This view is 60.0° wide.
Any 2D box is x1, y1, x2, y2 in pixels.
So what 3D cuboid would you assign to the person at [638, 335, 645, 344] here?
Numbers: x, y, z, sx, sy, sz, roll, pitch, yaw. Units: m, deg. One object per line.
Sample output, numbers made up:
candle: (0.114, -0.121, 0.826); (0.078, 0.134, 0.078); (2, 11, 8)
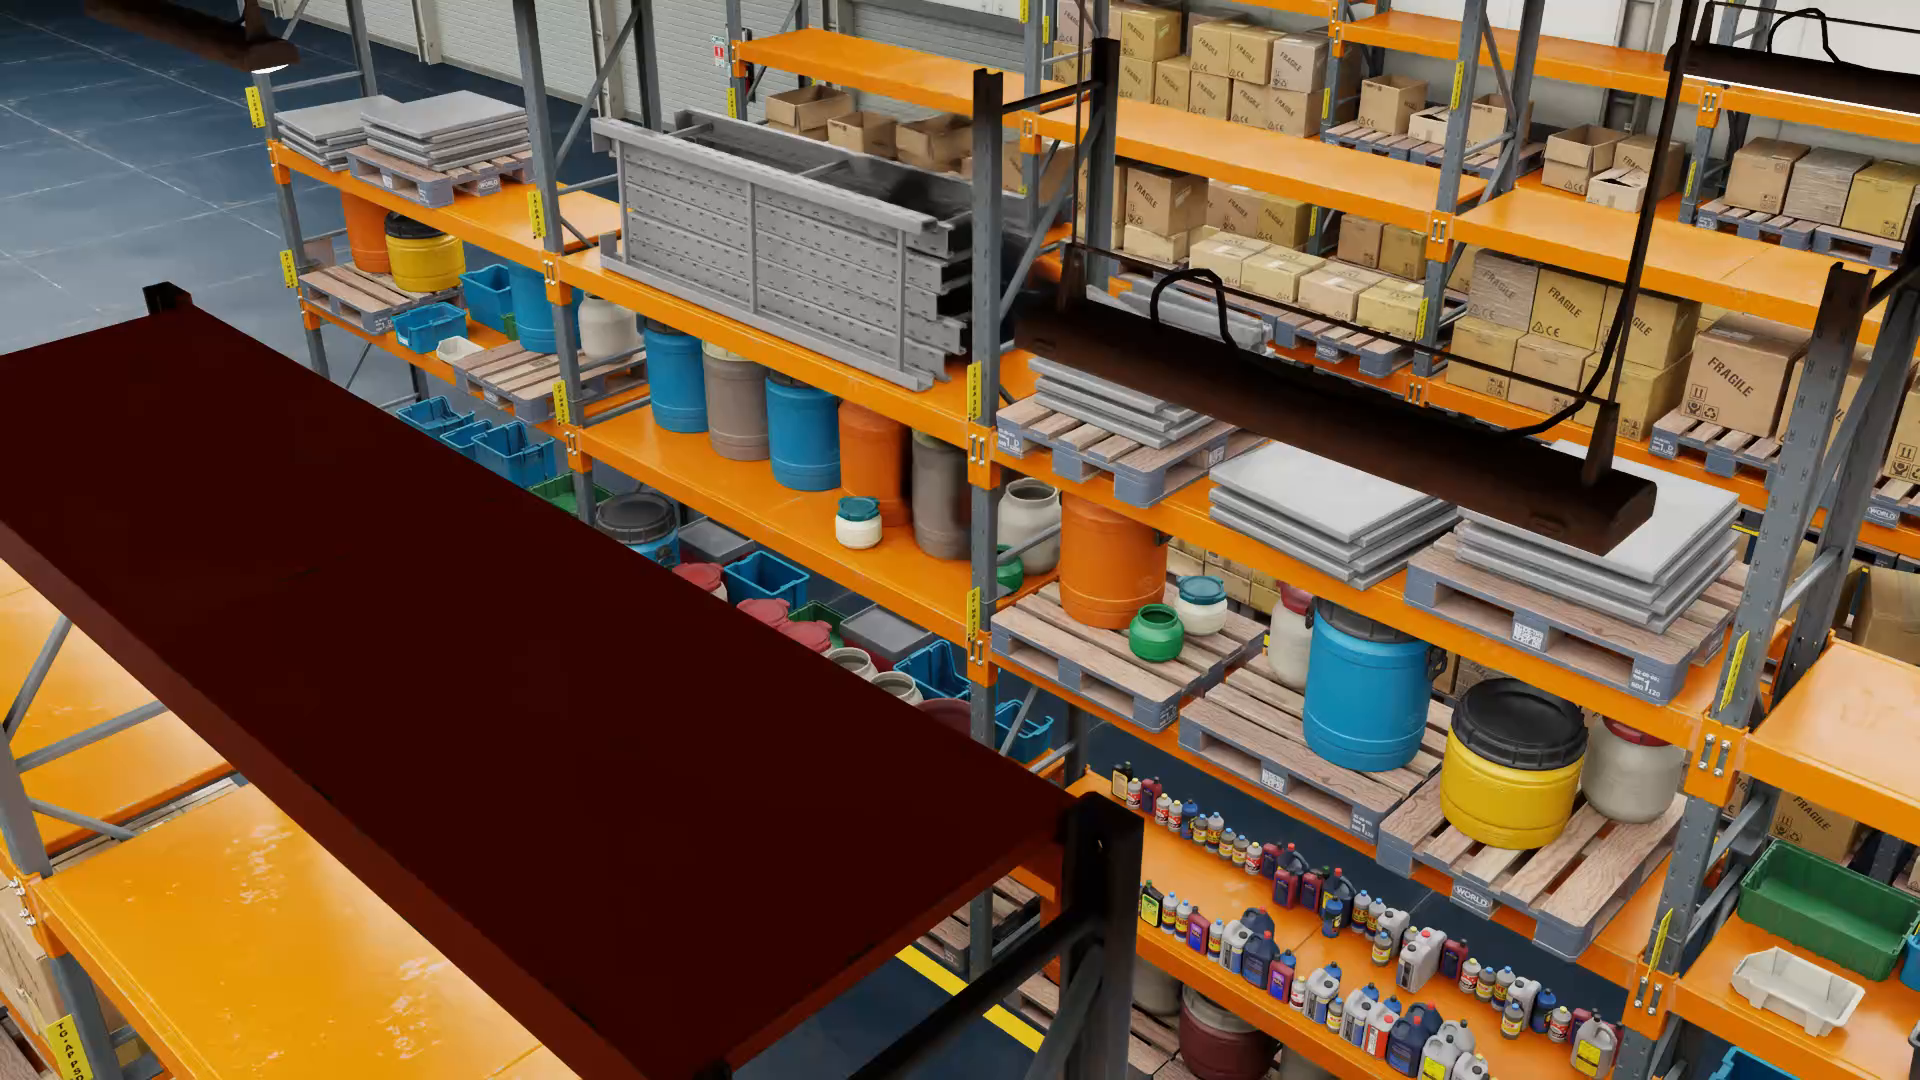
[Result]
person: (-3.949, -2.756, 19.471); (0.731, 1.680, 0.647); (-9, 31, -16)
